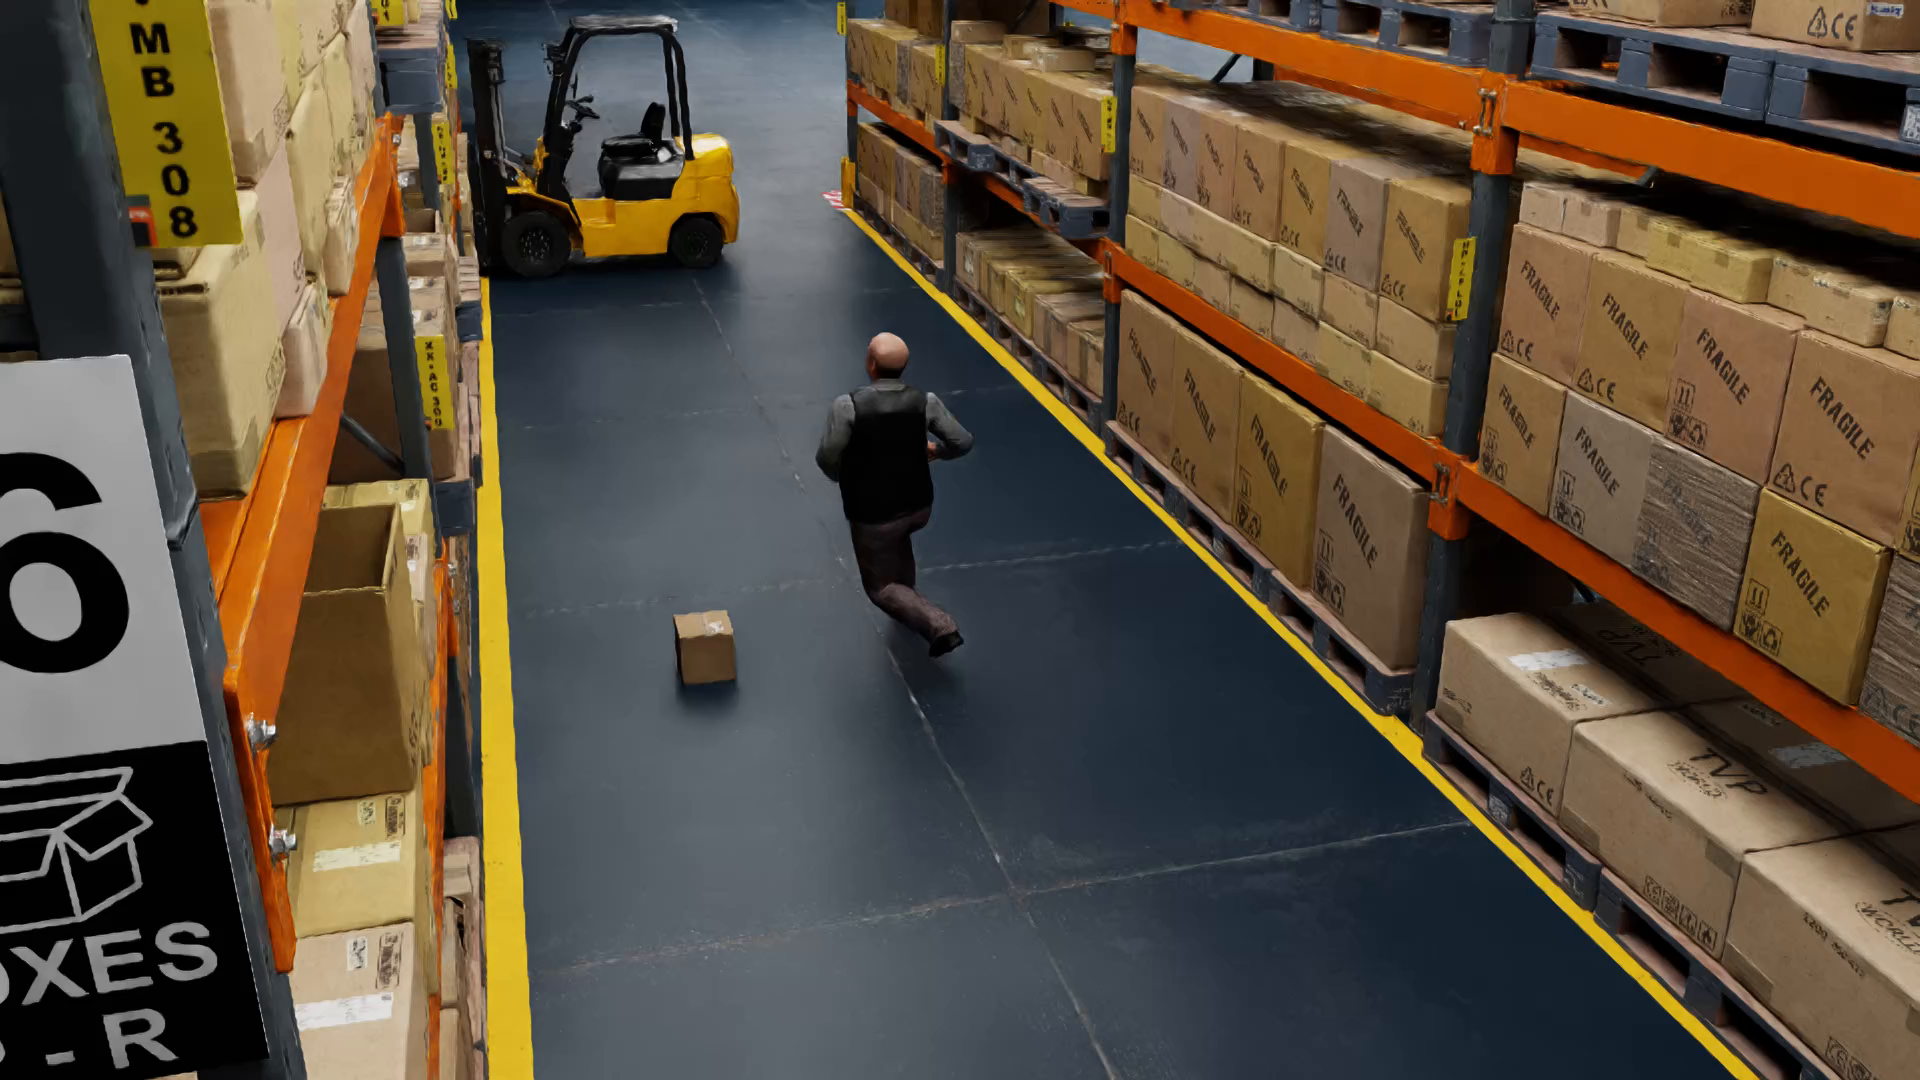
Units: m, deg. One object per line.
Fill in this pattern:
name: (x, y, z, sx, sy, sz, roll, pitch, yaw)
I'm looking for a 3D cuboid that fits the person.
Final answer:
person: (-0.331, -0.196, 7.749, 0.729, 1.603, 0.983, -16, 27, -33)
